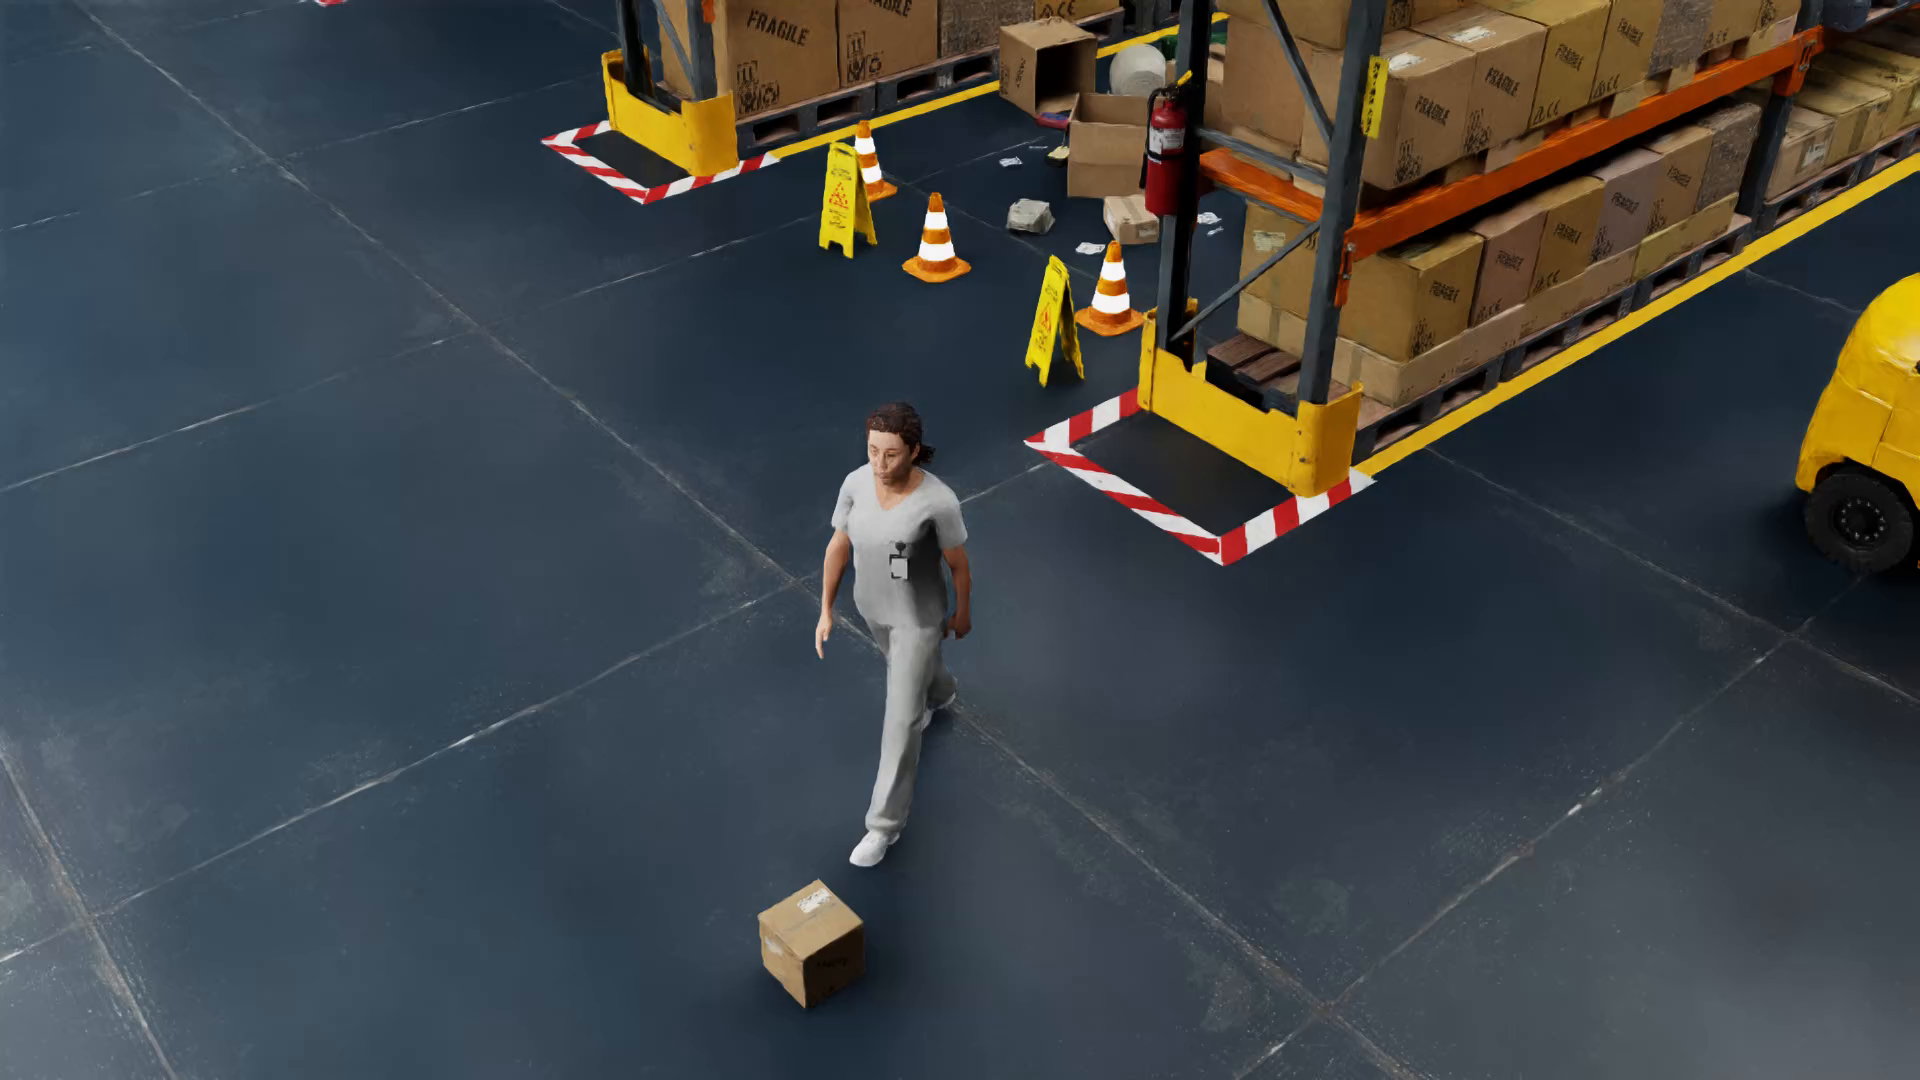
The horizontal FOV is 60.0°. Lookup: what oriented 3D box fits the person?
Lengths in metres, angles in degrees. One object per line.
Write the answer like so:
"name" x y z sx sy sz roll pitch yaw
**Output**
"person" -0.236 0.255 5.804 0.474 1.609 1.018 18 40 23
